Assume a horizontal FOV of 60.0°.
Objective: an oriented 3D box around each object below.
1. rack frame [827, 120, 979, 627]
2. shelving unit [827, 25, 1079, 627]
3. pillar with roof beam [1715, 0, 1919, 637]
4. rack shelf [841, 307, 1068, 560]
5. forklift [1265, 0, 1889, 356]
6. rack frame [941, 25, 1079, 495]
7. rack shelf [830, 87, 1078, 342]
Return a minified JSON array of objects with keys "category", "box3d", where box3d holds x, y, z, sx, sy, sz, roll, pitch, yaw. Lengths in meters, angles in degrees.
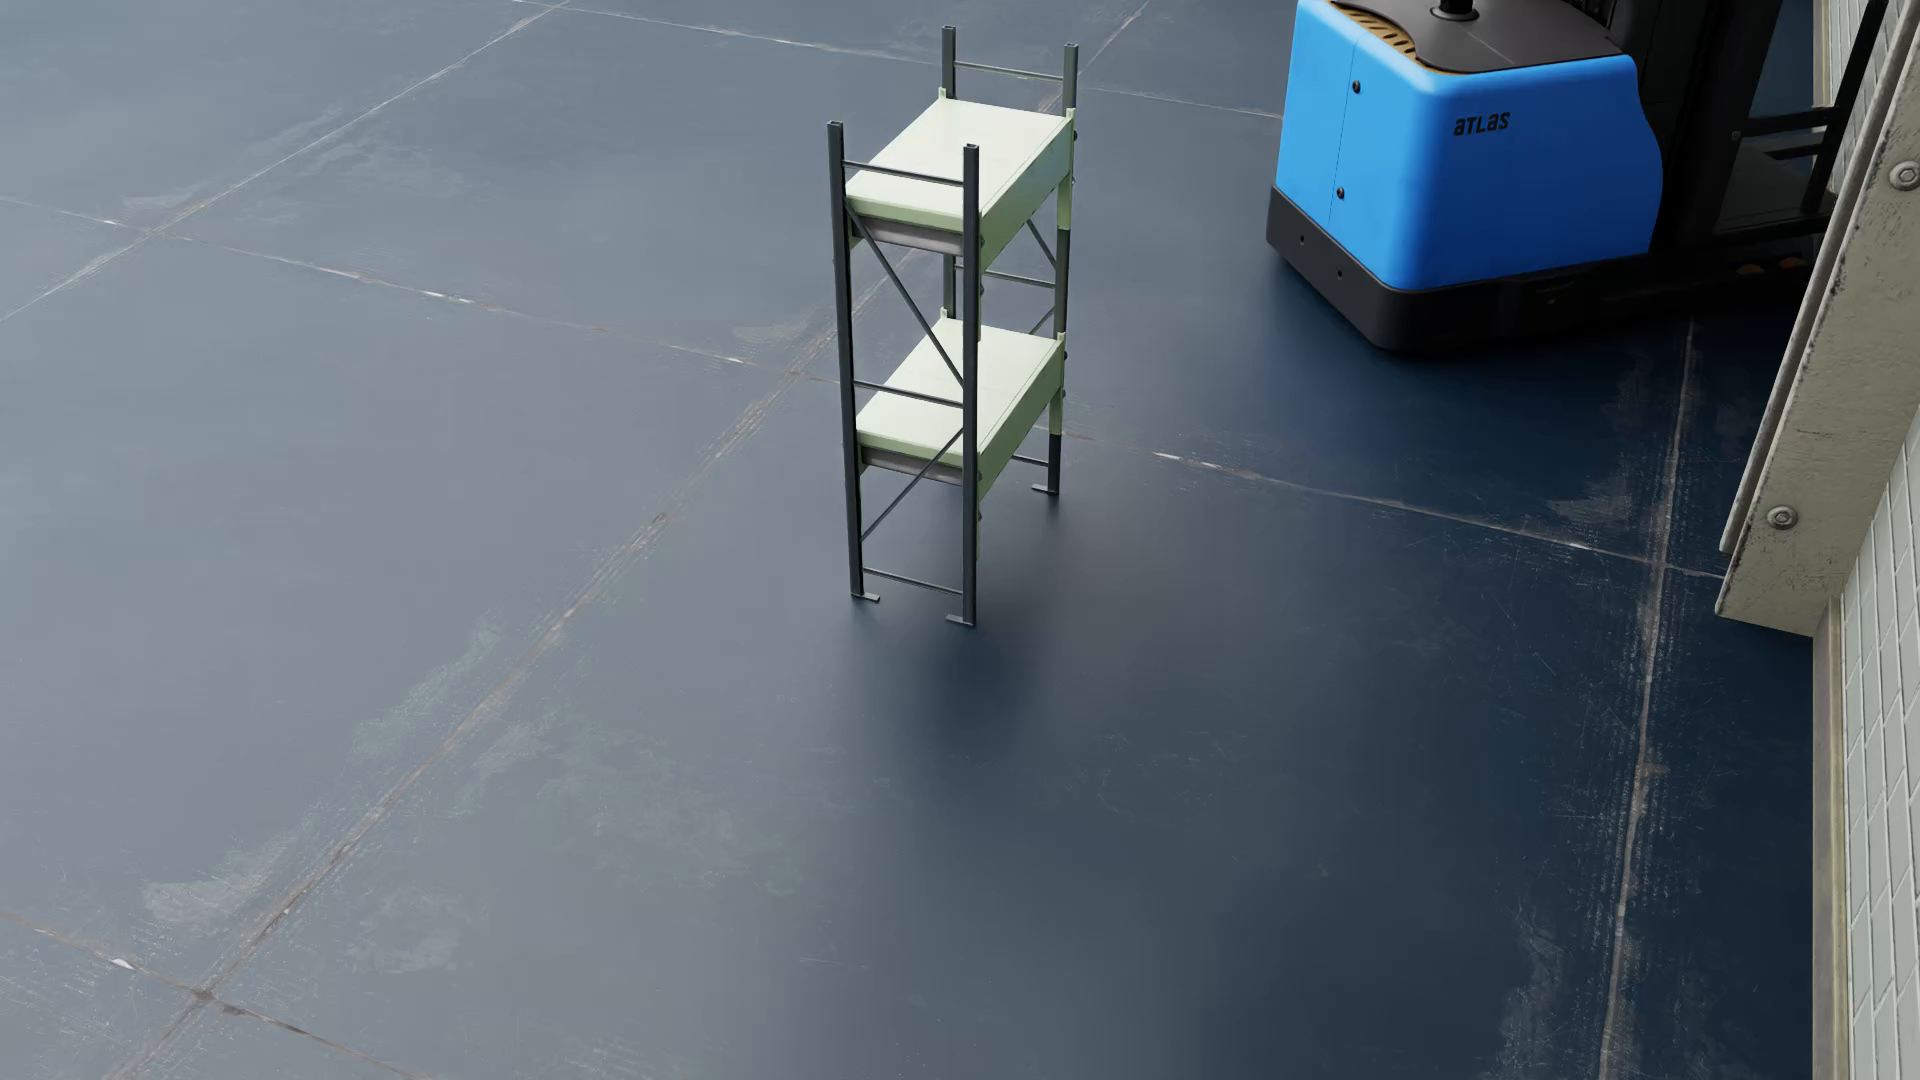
[{"category":"rack frame","box3d":[-0.142,-0.394,4.525,0.400,1.500,0.023,14,39,18]},{"category":"shelving unit","box3d":[-0.003,-0.597,4.796,0.431,1.500,0.755,14,39,18]},{"category":"pillar with roof beam","box3d":[-1.515,-4.437,3.670,9.100,9.000,0.400,14,39,18]},{"category":"rack shelf","box3d":[-0.003,-0.336,4.991,0.431,0.370,0.720,14,39,18]},{"category":"forklift","box3d":[2.818,-2.363,5.963,3.031,2.935,1.130,-11,38,-14]},{"category":"rack frame","box3d":[0.137,-0.800,5.067,0.400,1.500,0.023,14,39,18]},{"category":"rack shelf","box3d":[-0.003,-0.910,4.562,0.431,0.370,0.720,14,39,18]}]
